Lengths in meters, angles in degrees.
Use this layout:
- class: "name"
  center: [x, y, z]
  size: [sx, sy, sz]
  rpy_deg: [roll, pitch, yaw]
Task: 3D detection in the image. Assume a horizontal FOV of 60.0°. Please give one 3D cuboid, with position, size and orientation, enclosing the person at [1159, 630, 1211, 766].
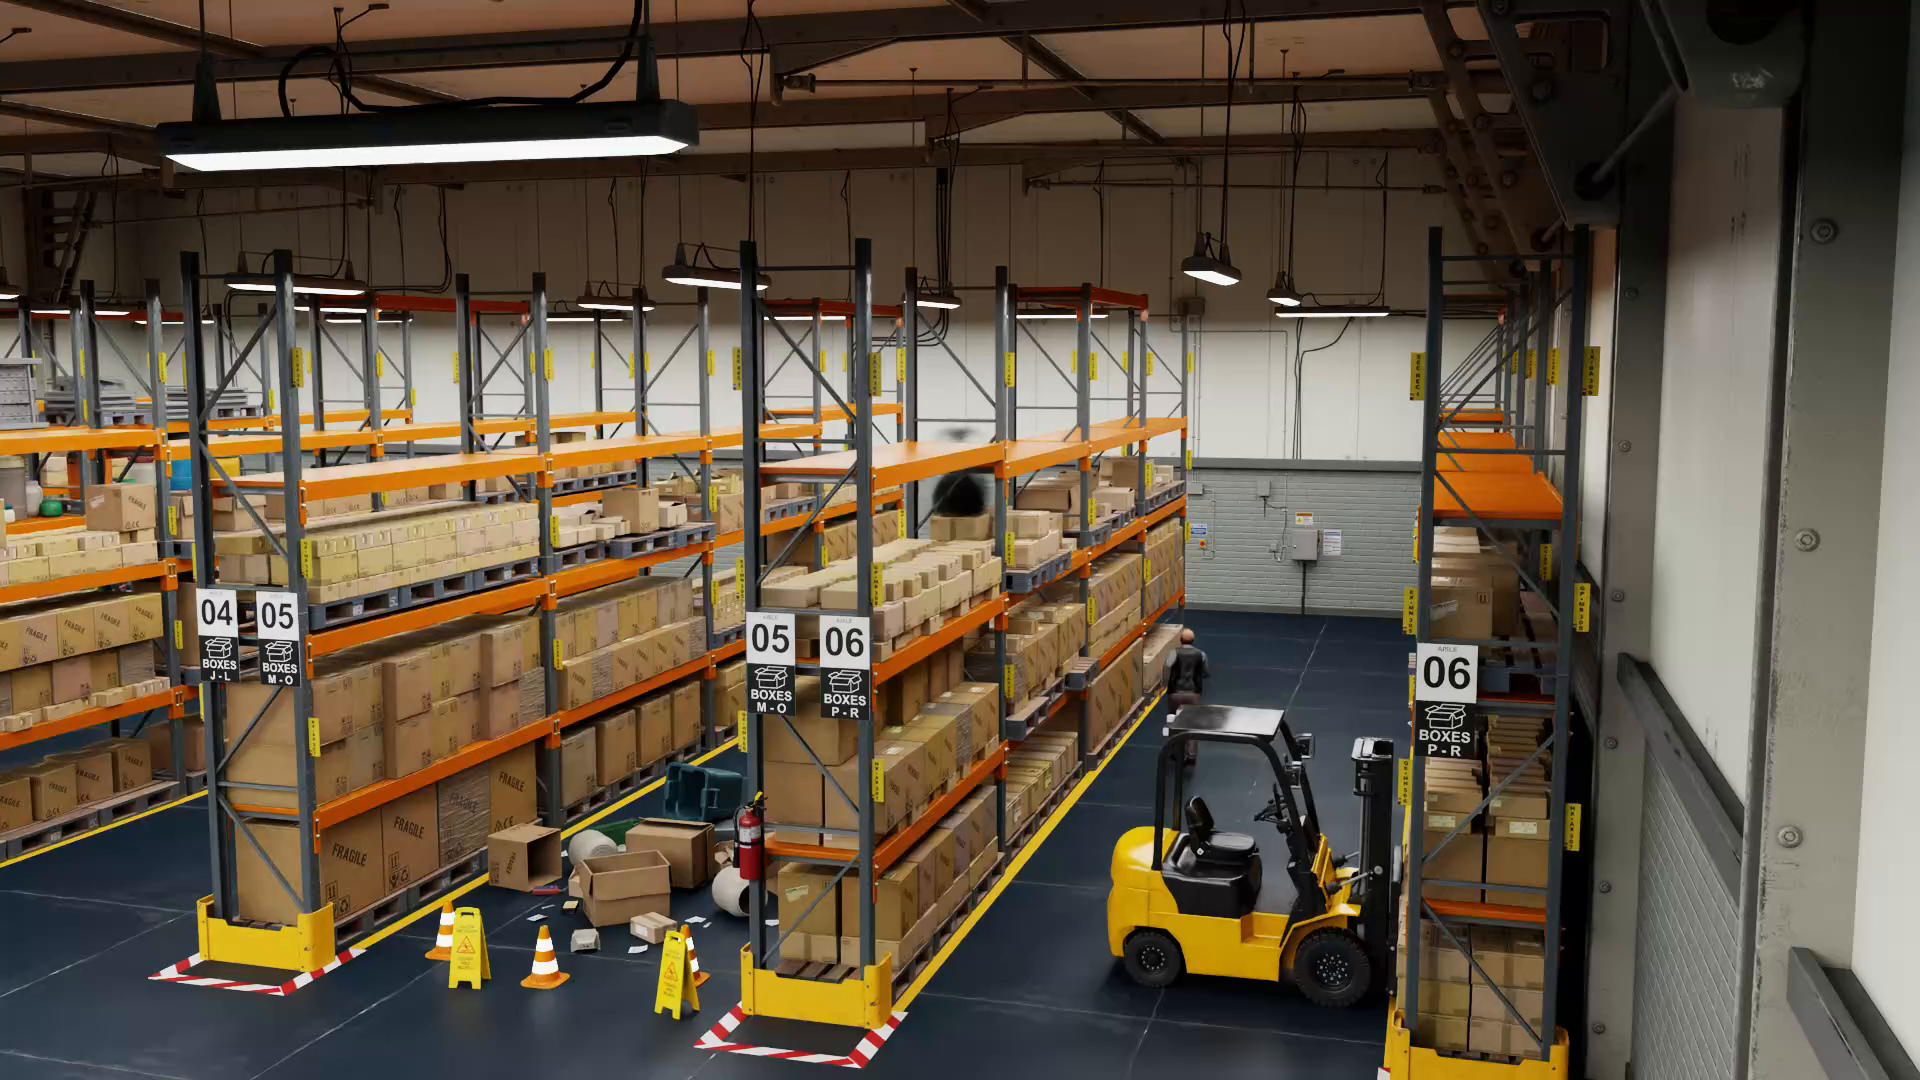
- class: "person"
  center: [2.825, 1.987, 20.857]
  size: [0.659, 1.682, 0.986]
  rpy_deg: [1, 6, 5]
